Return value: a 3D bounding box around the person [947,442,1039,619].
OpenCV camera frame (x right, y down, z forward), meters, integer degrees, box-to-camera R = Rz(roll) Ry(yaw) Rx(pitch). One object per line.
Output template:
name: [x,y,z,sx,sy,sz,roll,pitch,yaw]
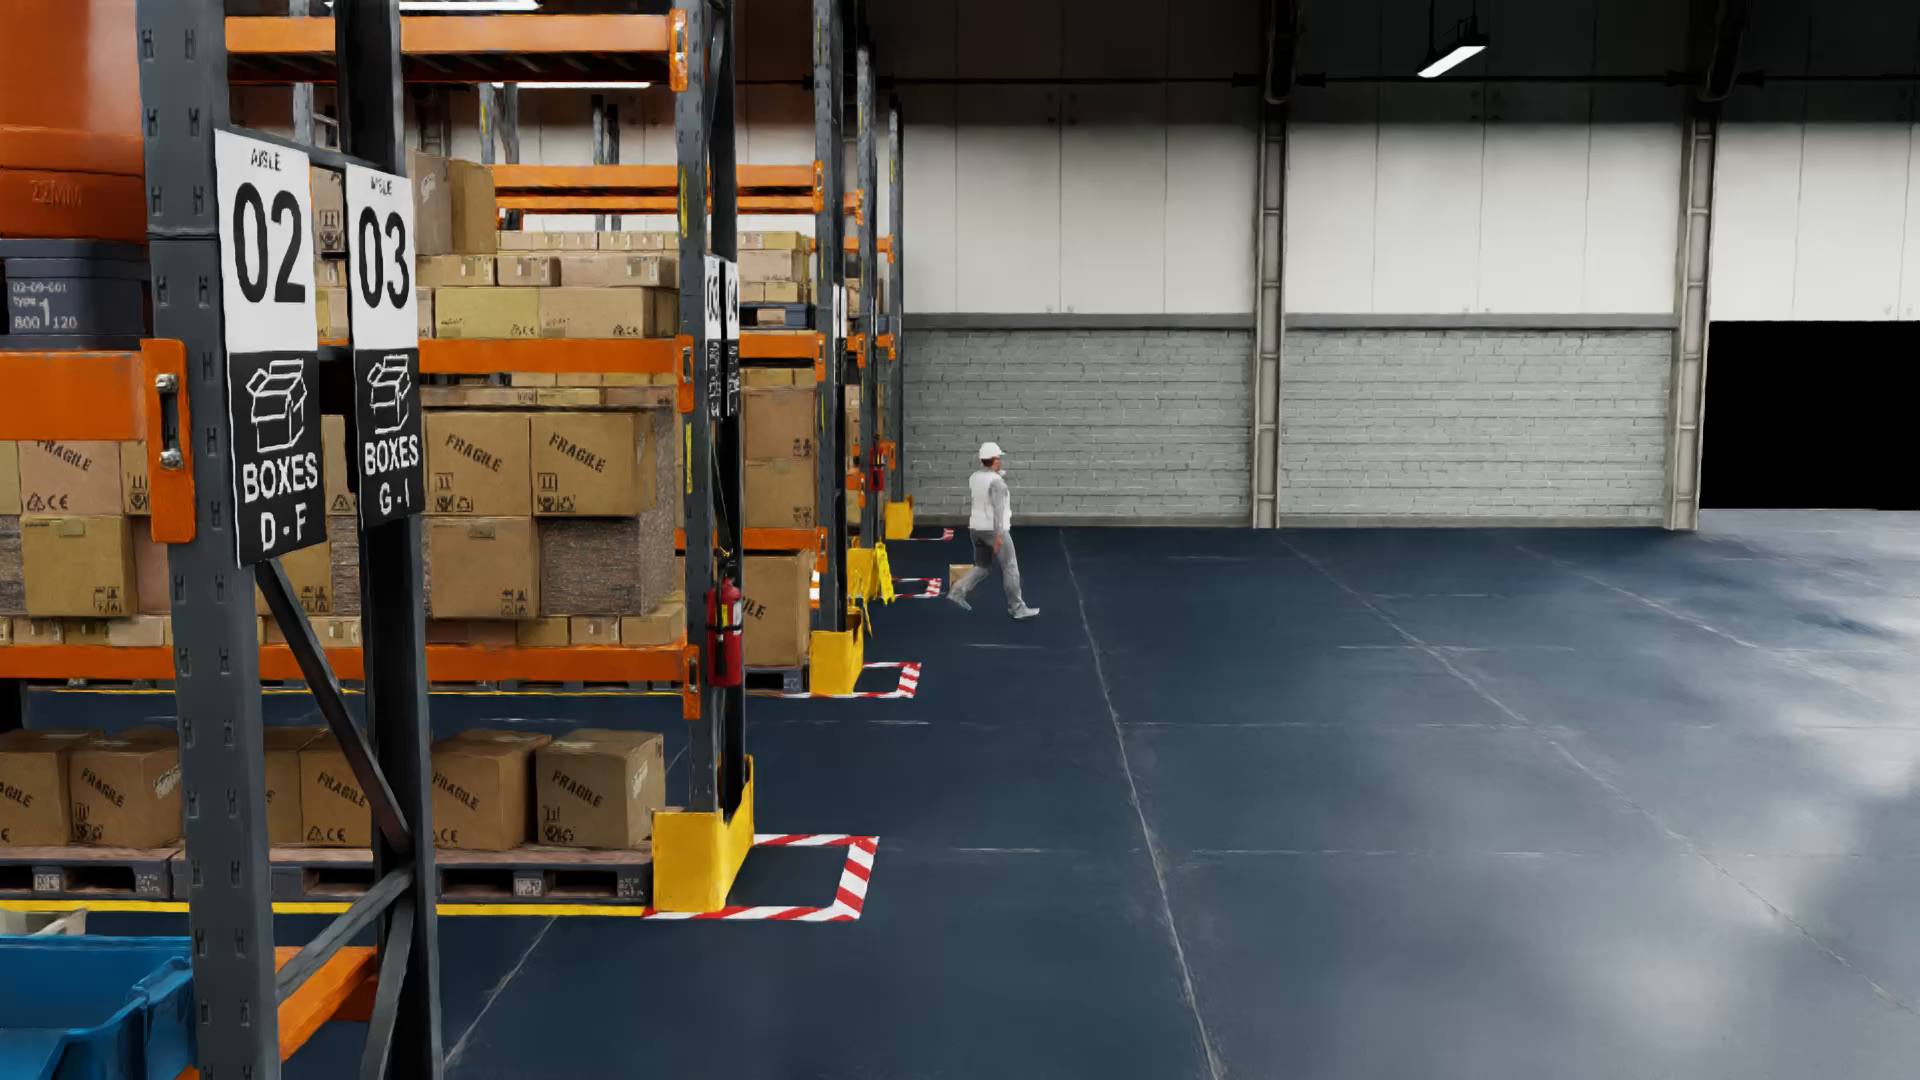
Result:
person: [0.313,-0.094,16.443,0.833,1.755,0.584,-6,9,-40]
